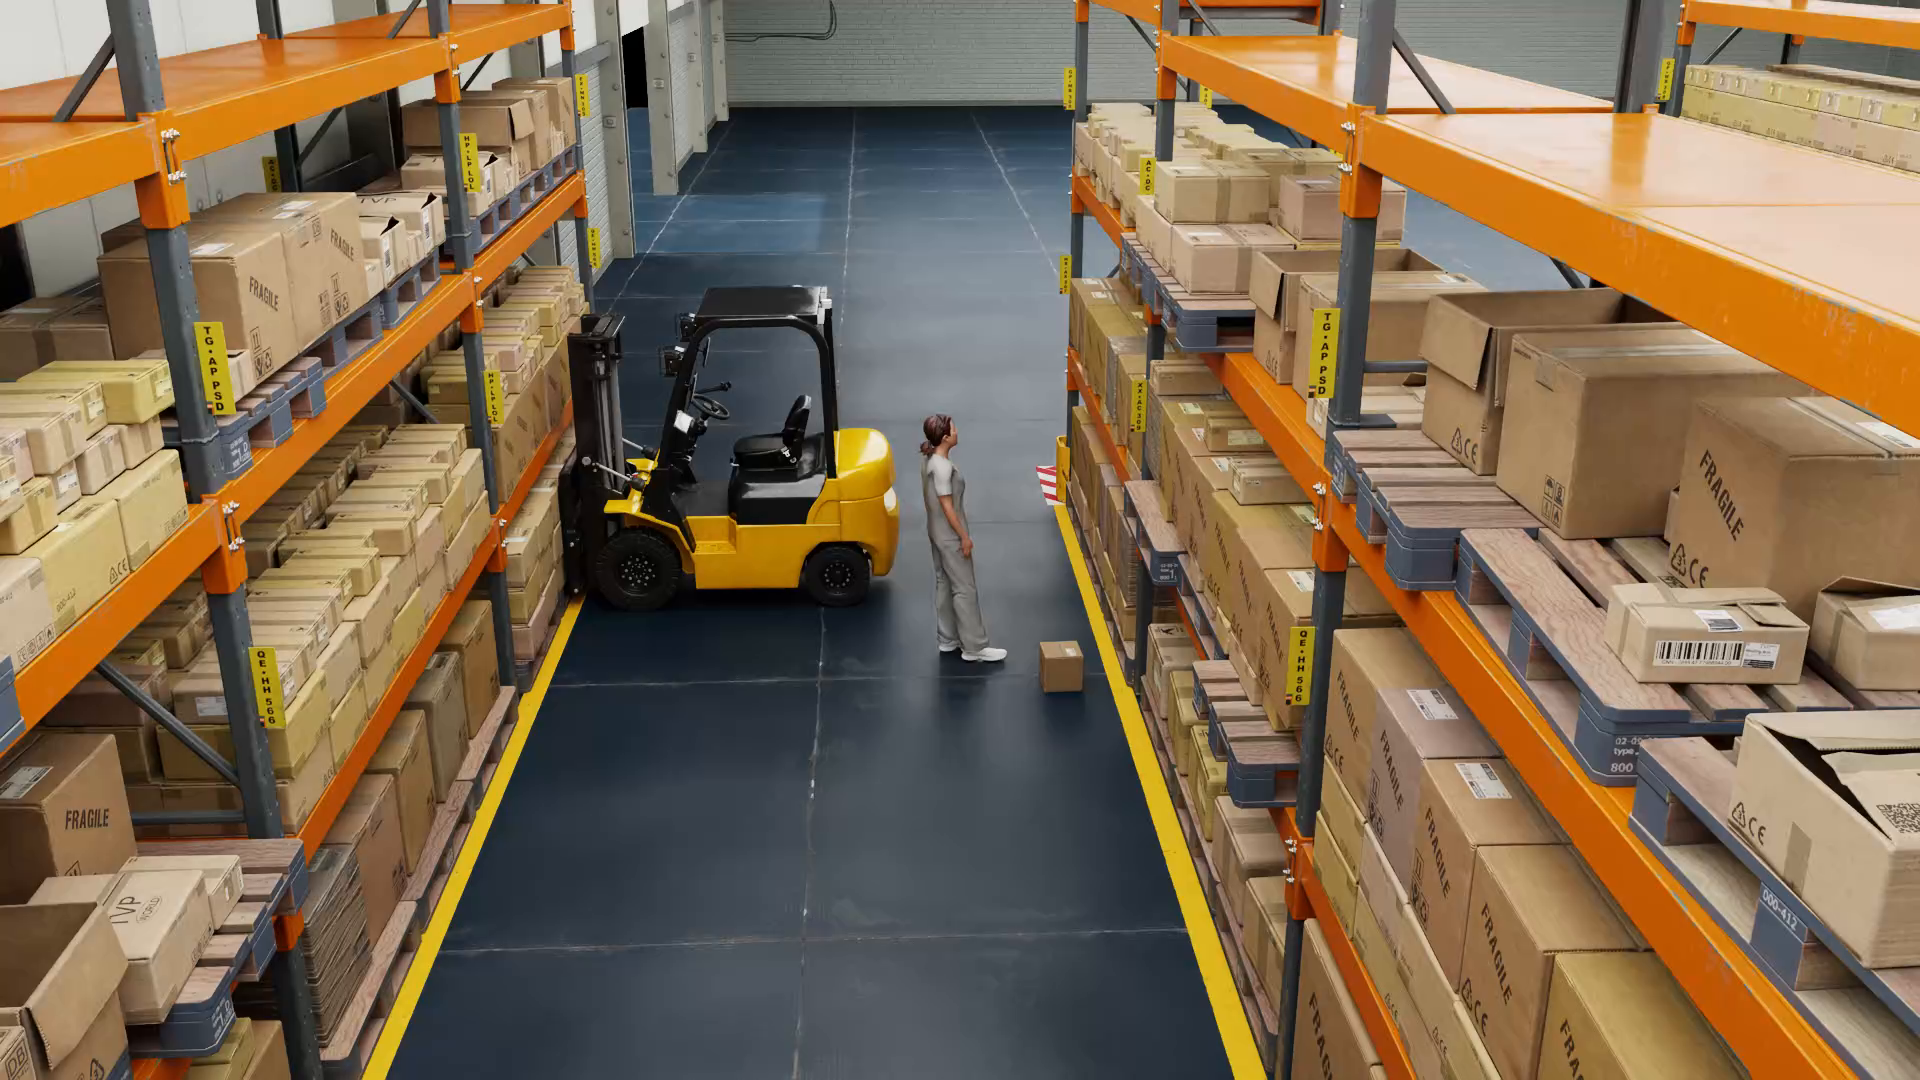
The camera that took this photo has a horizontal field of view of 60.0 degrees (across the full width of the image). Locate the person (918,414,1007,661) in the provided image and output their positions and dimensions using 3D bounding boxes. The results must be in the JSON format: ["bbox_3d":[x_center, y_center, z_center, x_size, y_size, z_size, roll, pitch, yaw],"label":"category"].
[{"bbox_3d":[-0.006,-0.036,11.150,0.549,1.676,0.549,-5,21,-14],"label":"person"}]
